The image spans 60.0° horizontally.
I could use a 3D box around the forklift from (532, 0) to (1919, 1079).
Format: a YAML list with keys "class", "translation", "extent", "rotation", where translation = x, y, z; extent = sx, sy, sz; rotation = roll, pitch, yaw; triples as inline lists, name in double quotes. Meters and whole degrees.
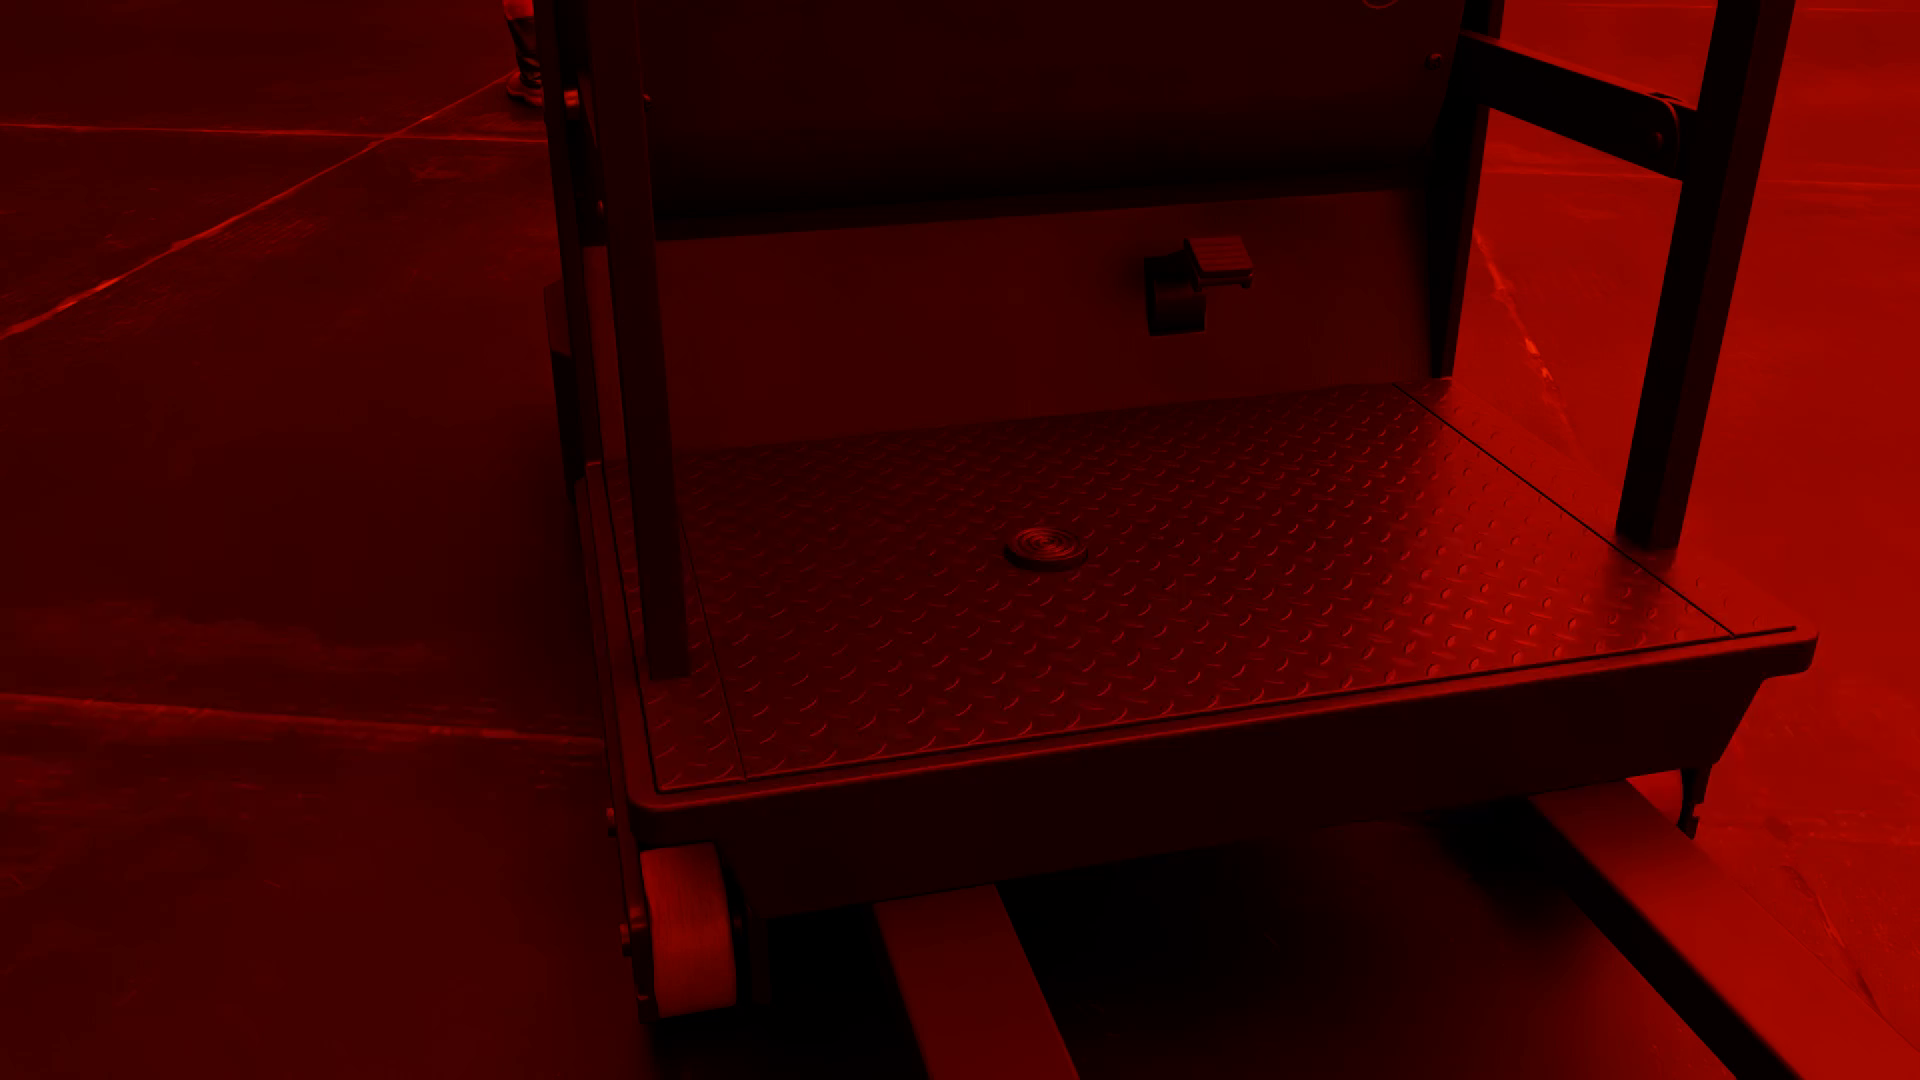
- class: "forklift"
  translation: [0.153, -1.049, 1.319]
  extent: [1.130, 2.935, 3.031]
  rotation: [-7, 27, -13]

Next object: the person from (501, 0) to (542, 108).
- class: "person"
  translation: [-1.261, -2.218, 4.958]
  extent: [0.616, 1.778, 0.453]
  rotation: [-11, 29, -21]
